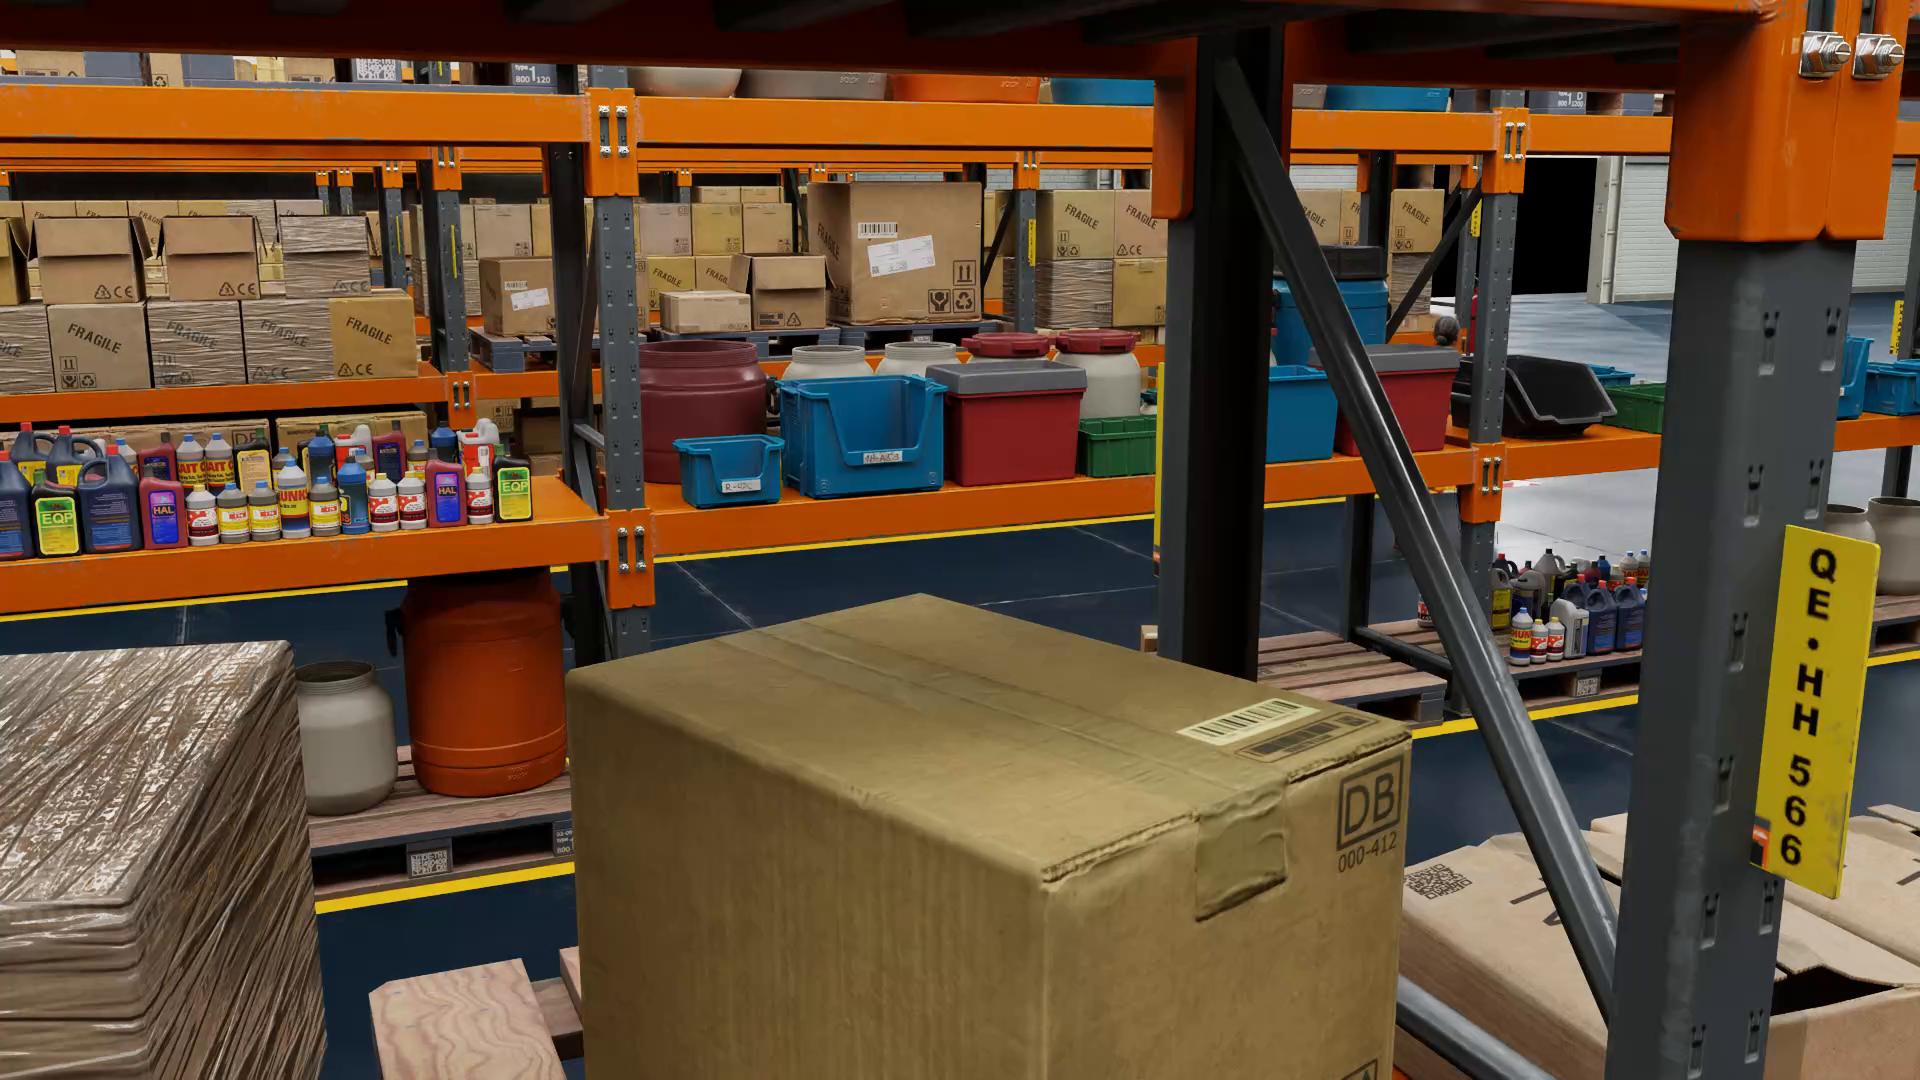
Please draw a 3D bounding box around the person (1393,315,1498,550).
[{"bbox_3d":[3.348,-0.745,11.409,0.511,1.603,0.896,11,17,43],"label":"person"}]
